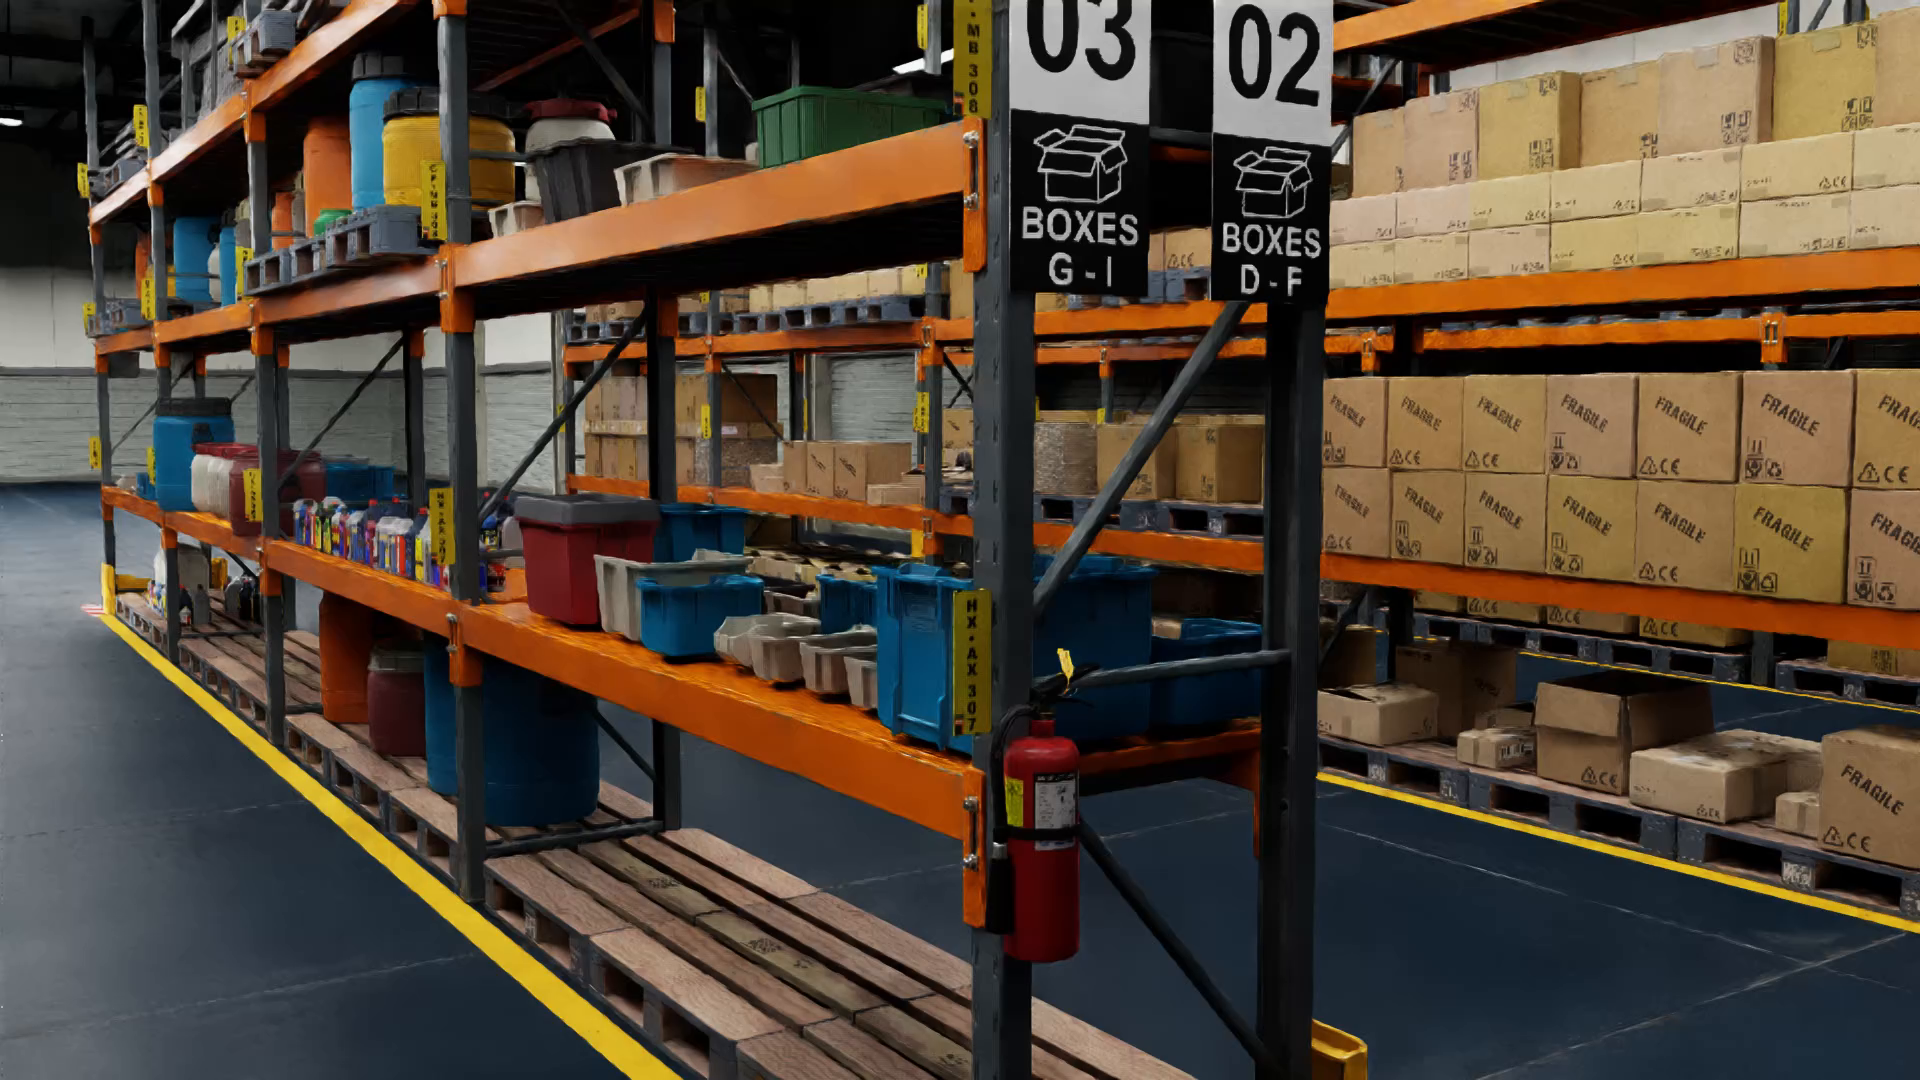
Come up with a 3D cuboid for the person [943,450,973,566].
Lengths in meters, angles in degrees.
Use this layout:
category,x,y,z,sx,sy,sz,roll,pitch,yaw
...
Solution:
category,x,y,z,sx,sy,sz,roll,pitch,yaw
person,0.022,-0.091,17.076,0.463,1.656,0.654,-1,5,-17
